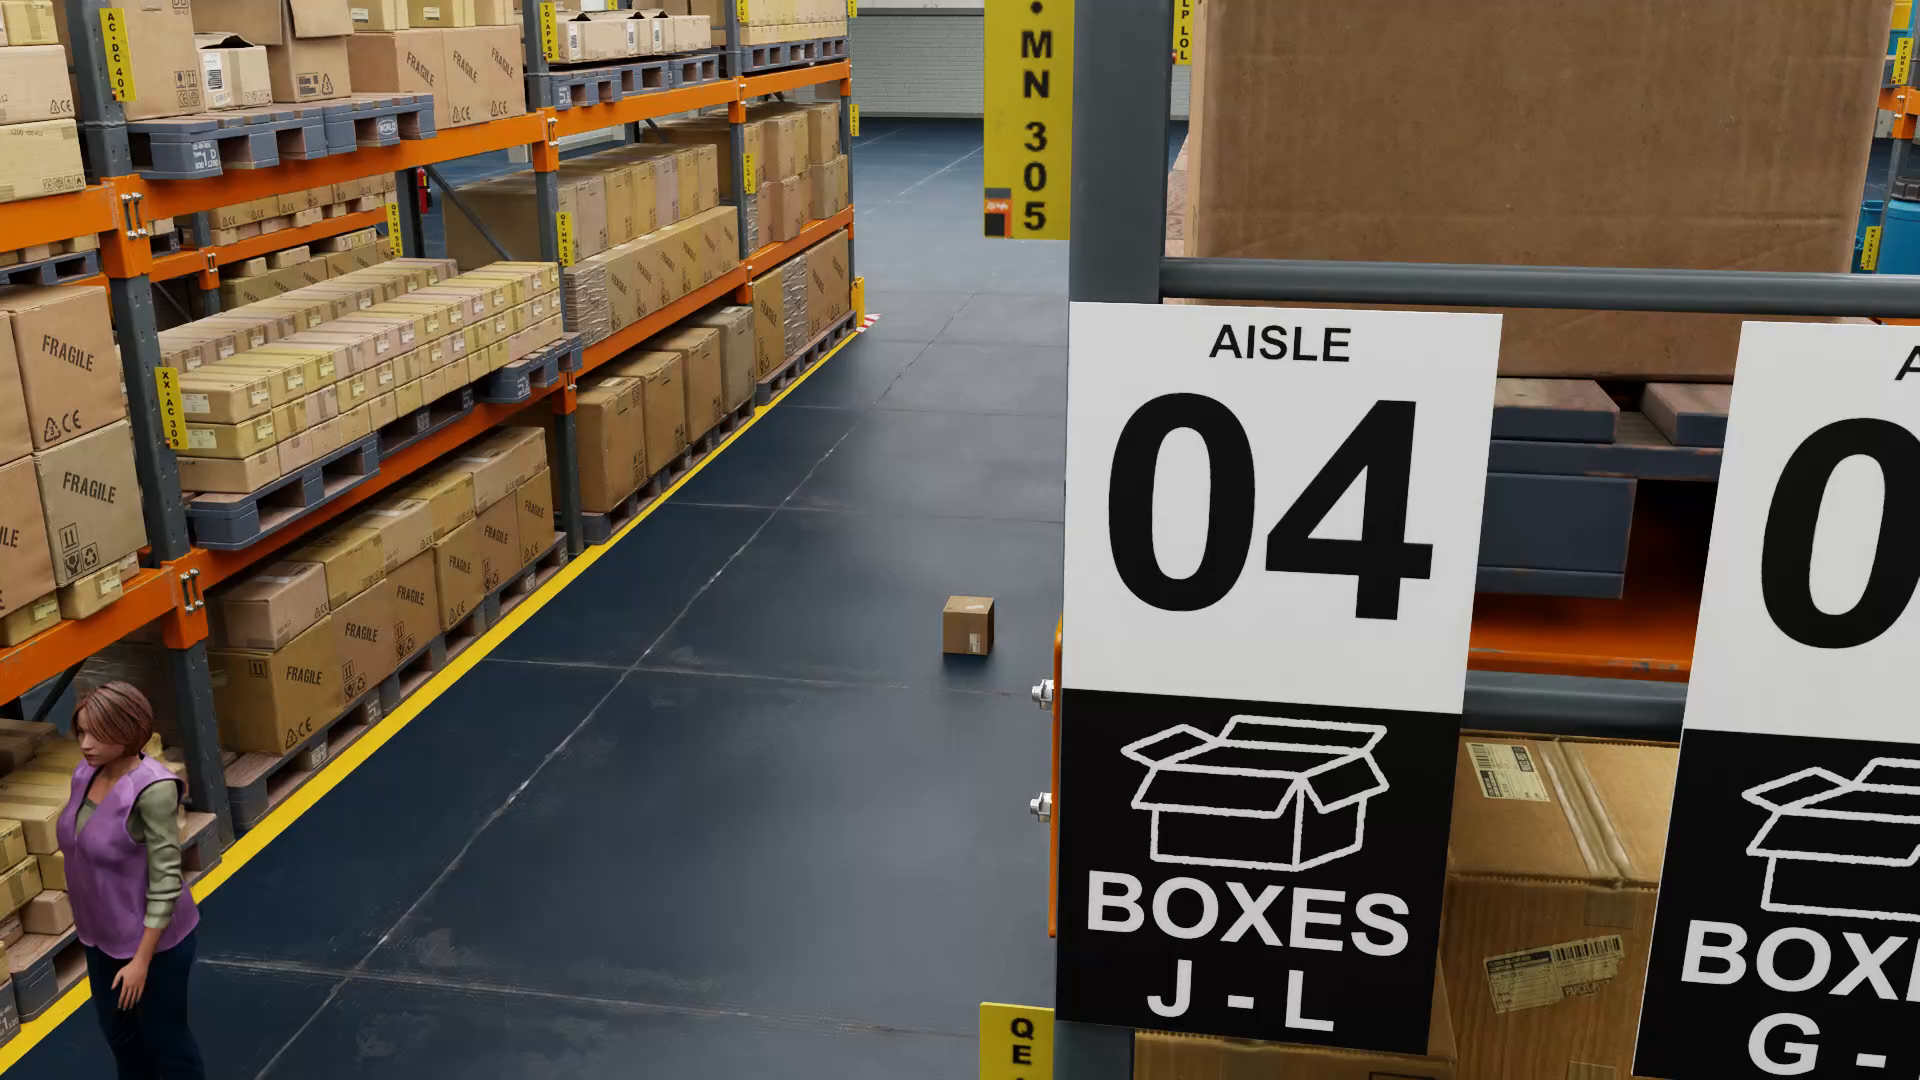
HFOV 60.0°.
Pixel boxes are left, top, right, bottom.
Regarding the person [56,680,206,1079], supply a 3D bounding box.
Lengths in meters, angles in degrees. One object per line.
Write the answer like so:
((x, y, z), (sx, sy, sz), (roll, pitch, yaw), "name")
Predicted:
((-2.440, 1.191, 4.886), (0.444, 1.623, 0.370), (11, 21, 30), "person")
